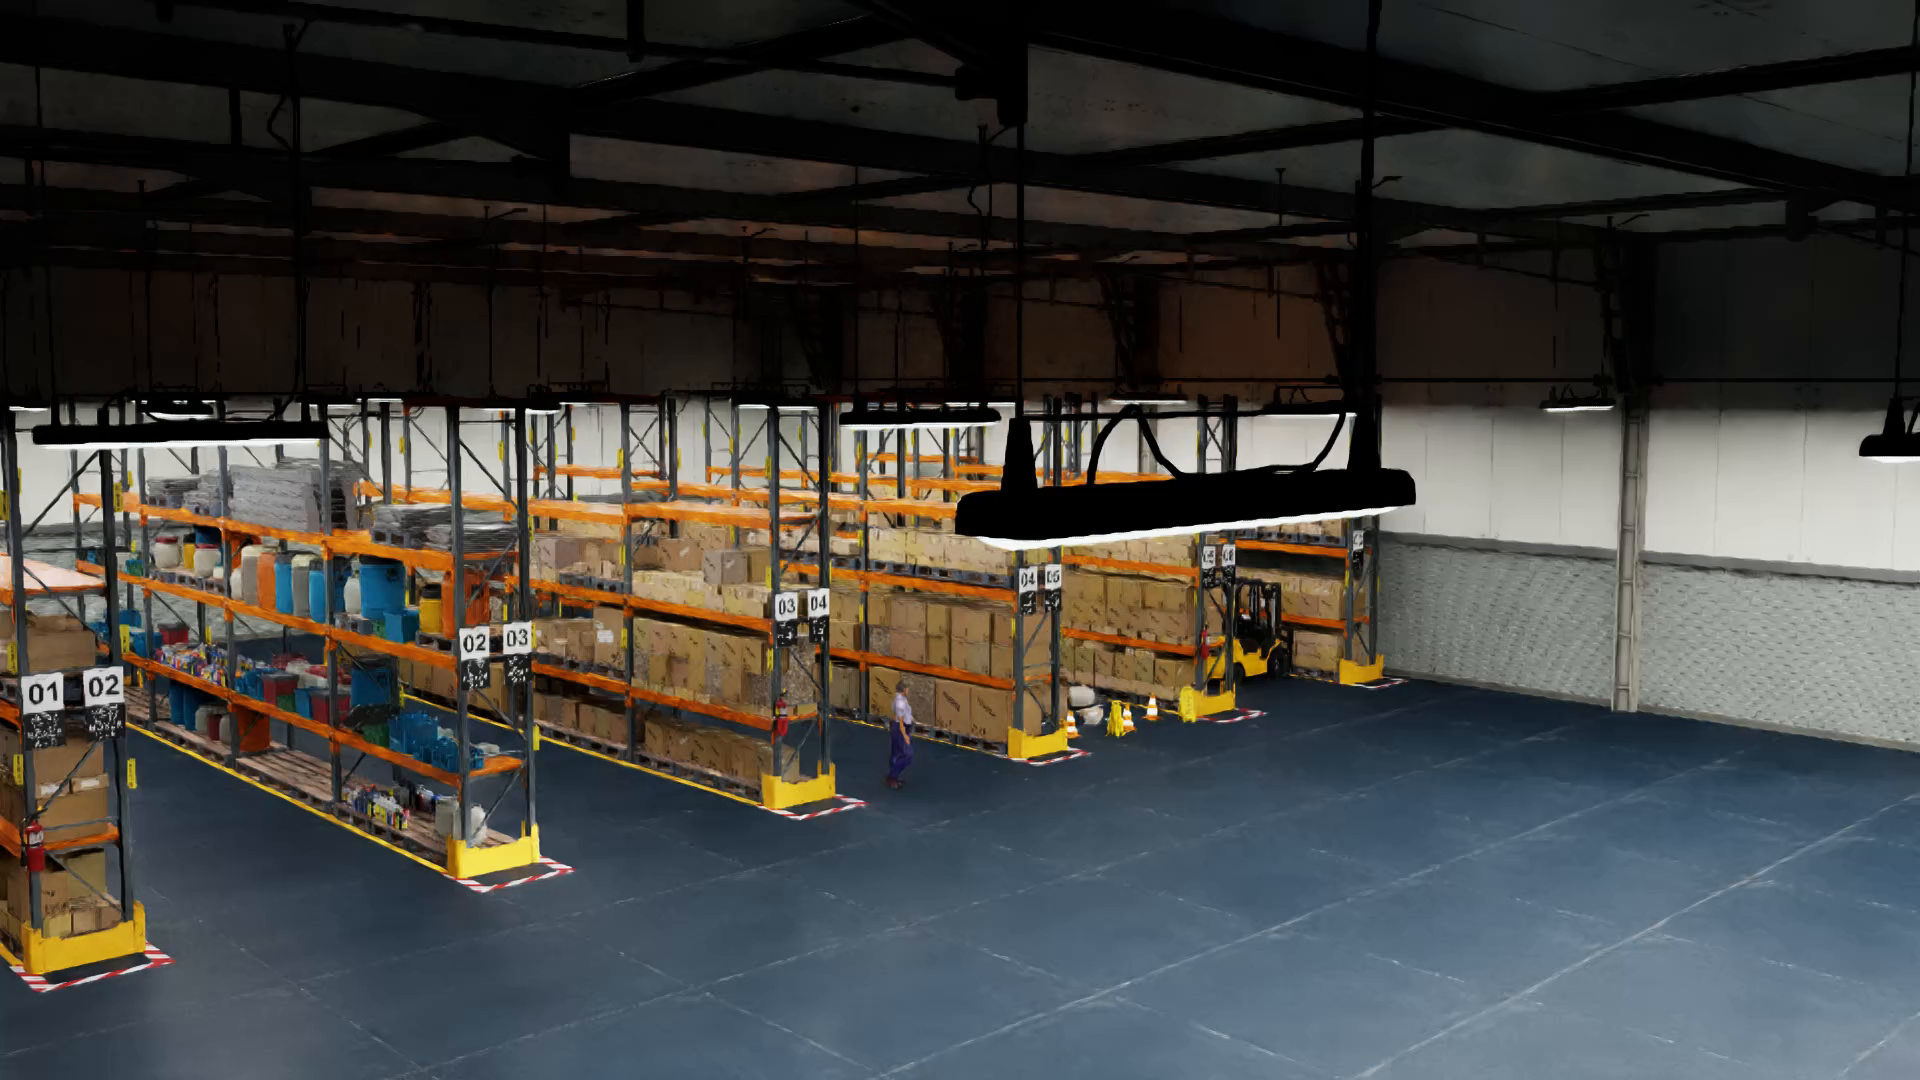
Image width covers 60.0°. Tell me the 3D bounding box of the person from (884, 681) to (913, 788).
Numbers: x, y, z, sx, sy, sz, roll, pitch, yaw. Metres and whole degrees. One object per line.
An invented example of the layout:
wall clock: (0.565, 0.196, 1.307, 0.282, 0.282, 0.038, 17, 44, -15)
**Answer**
person: (-0.963, 3.012, 25.811, 0.463, 1.641, 0.654, -1, 6, -9)
